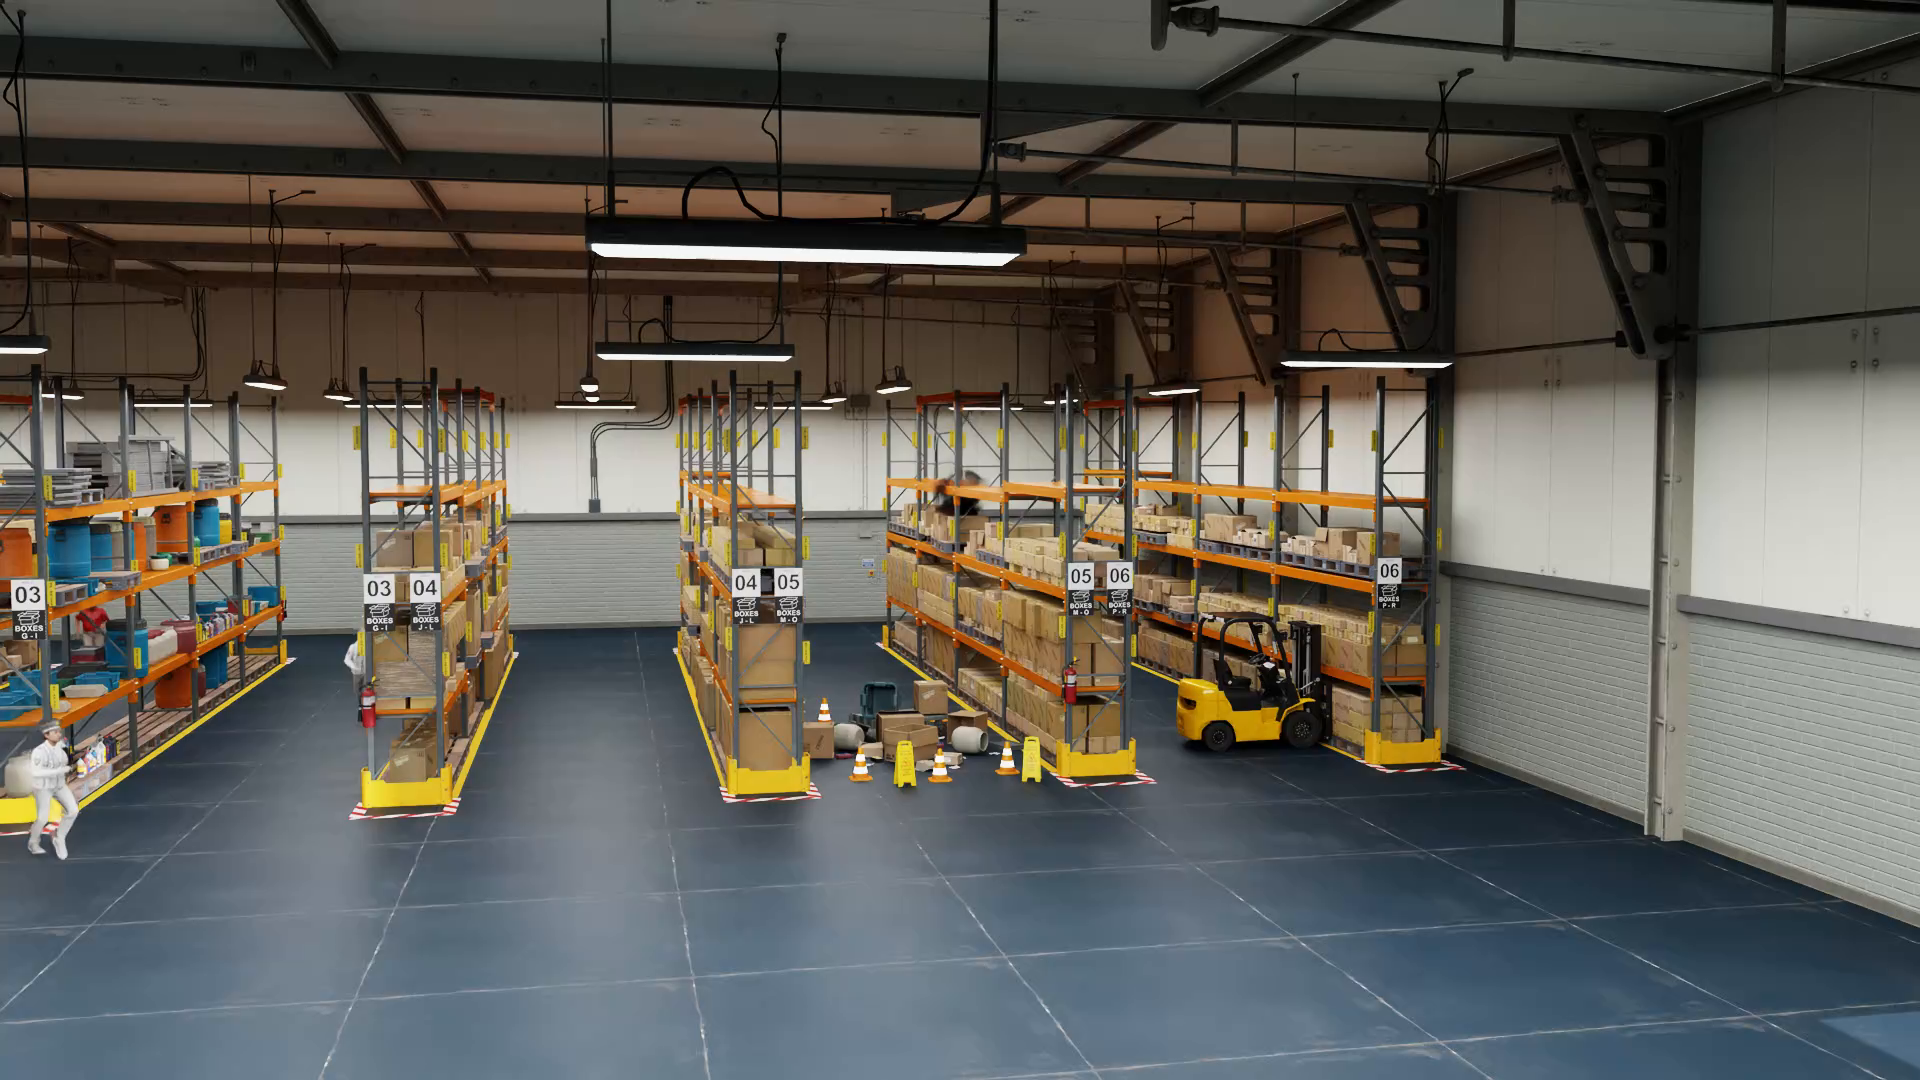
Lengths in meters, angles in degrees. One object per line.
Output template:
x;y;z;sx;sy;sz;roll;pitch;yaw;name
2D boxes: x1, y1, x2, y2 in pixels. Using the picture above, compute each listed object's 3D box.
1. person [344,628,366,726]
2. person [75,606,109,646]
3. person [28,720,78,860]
-10.671;2.406;29.694;0.584;1.701;1.092;-1;3;-11;person
-18.414;2.049;35.294;0.649;1.684;0.633;-2;4;-28;person
-10.868;2.975;19.880;0.793;1.685;0.641;1;4;21;person
